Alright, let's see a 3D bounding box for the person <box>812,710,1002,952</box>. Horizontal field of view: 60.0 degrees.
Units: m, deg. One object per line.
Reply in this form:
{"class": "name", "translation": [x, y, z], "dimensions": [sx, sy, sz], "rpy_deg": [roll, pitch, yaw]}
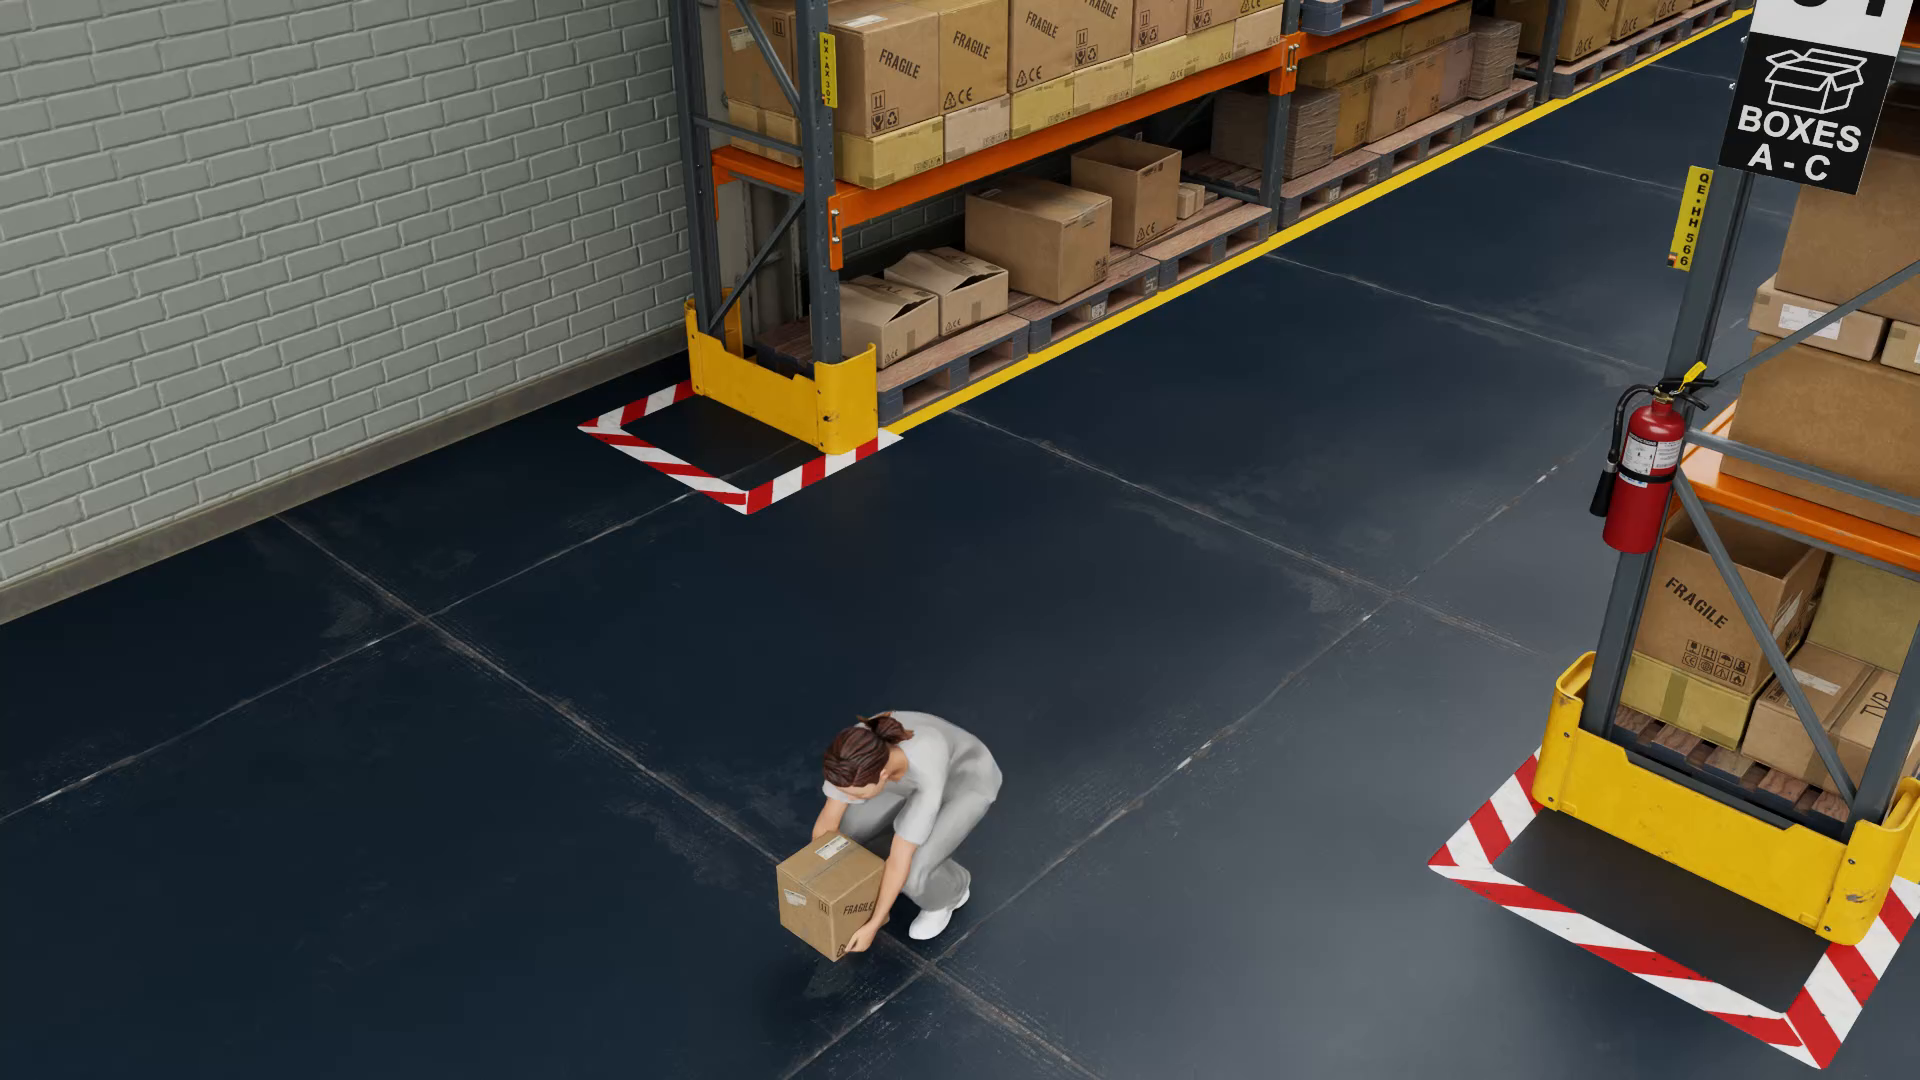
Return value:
{"class": "person", "translation": [-0.193, 0.875, 5.404], "dimensions": [0.465, 0.955, 0.804], "rpy_deg": [24, 39, 34]}
